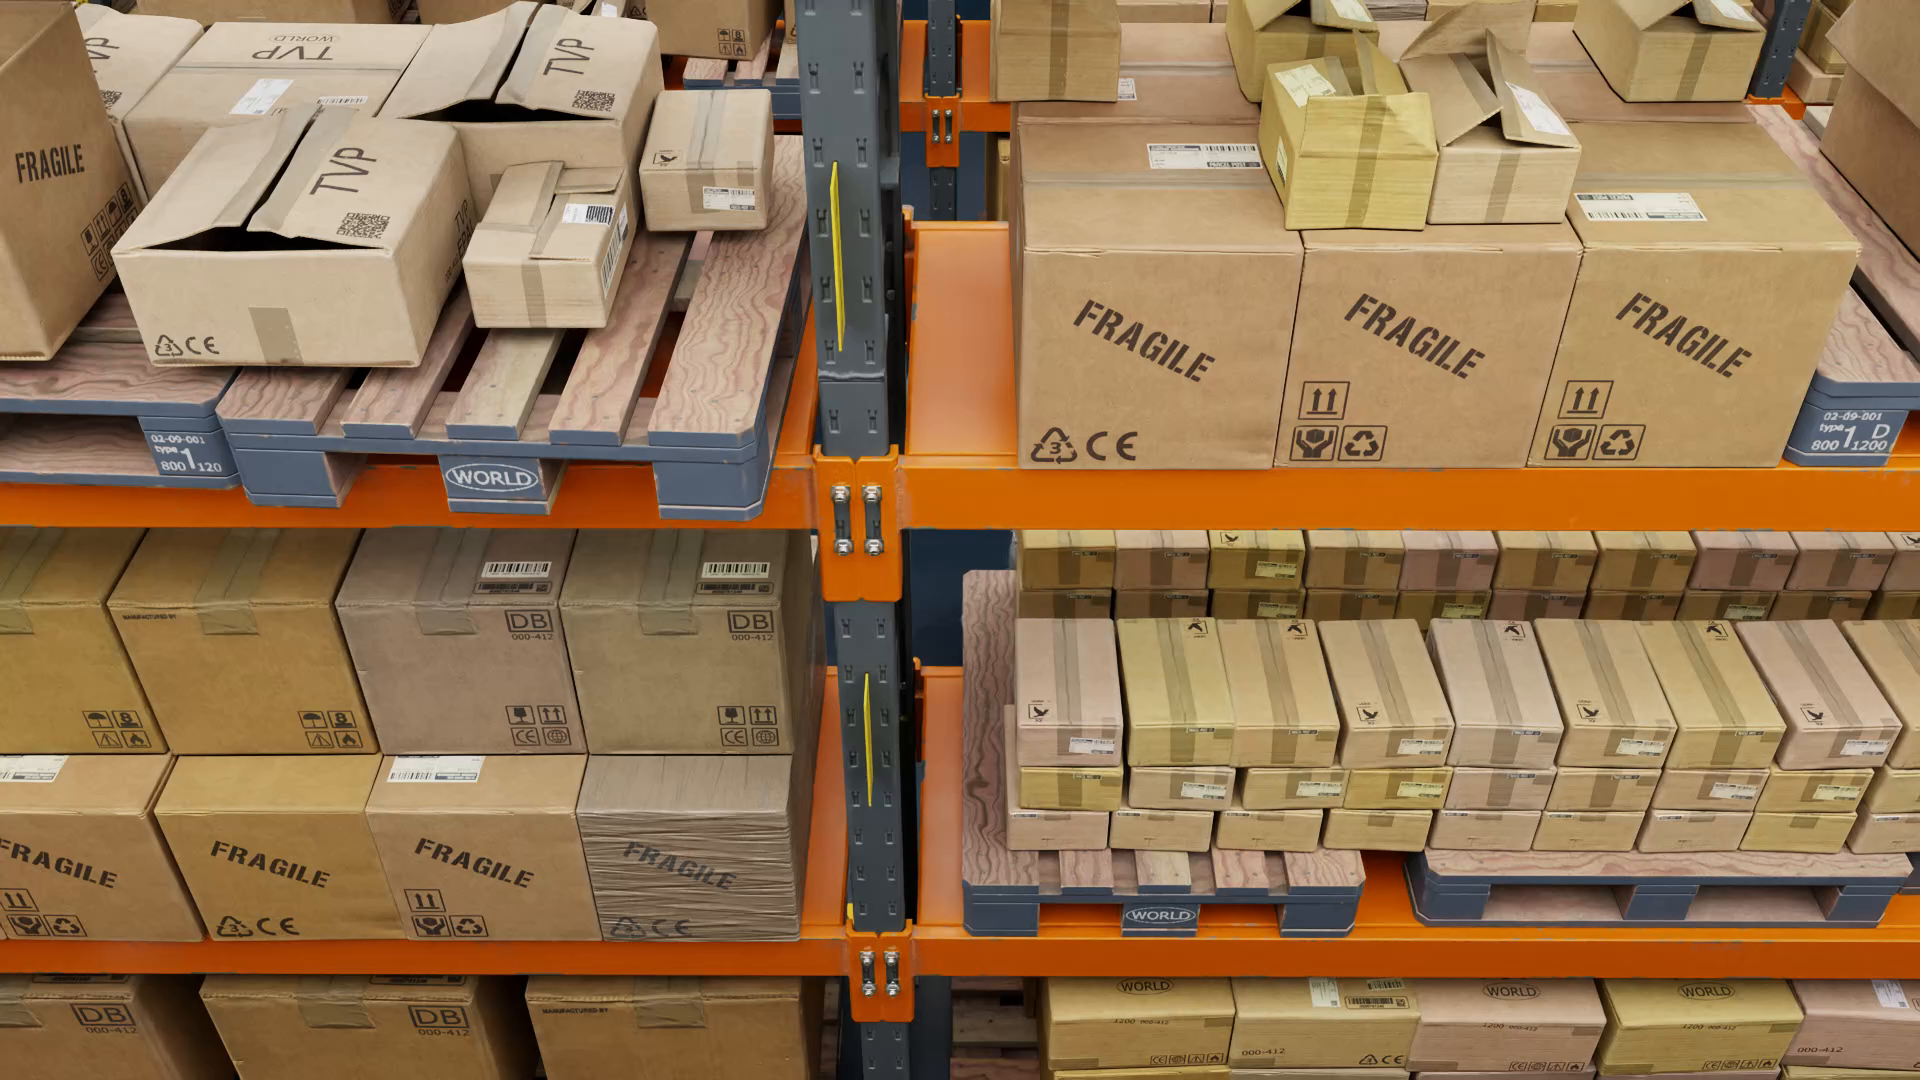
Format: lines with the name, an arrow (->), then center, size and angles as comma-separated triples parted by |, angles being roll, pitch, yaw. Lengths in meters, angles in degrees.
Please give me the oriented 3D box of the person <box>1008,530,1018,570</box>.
person -> 0.386, -0.376, 6.570 | 0.459, 1.758, 0.705 | -30, 48, -32
